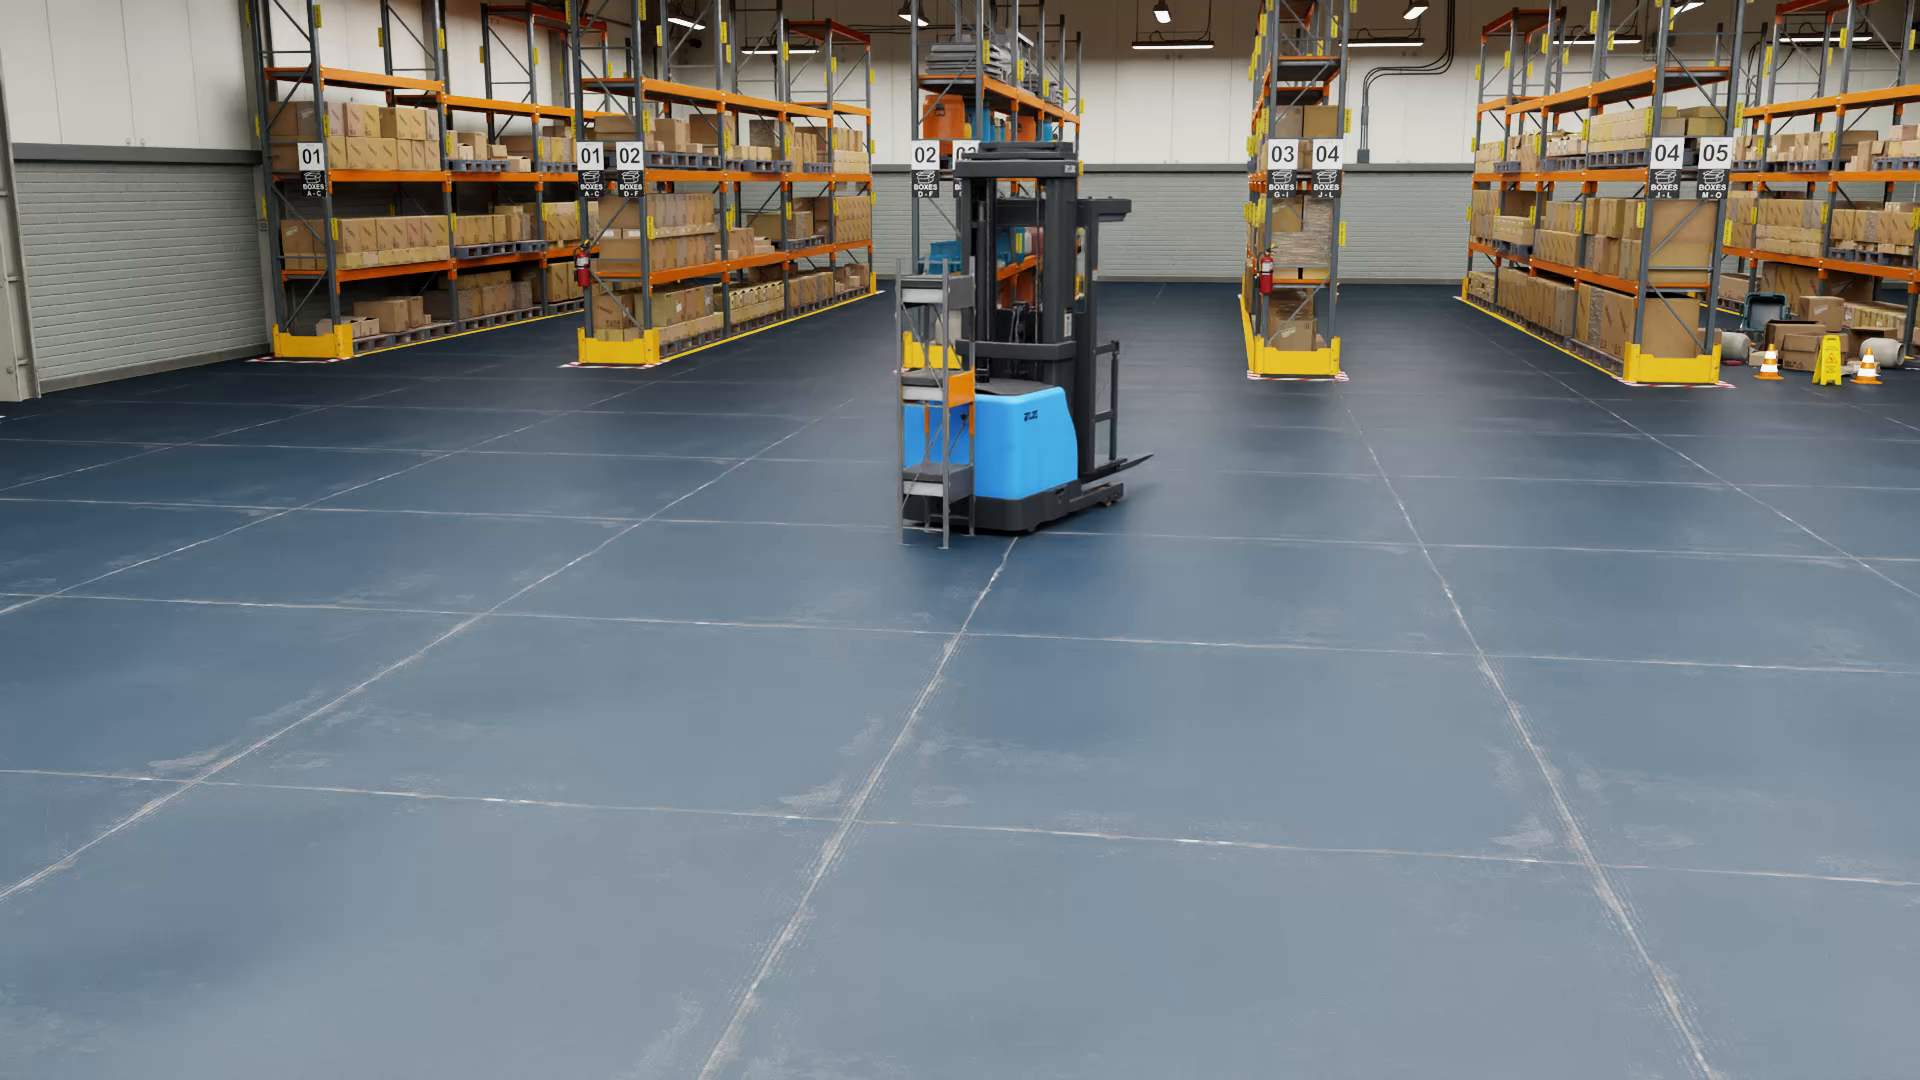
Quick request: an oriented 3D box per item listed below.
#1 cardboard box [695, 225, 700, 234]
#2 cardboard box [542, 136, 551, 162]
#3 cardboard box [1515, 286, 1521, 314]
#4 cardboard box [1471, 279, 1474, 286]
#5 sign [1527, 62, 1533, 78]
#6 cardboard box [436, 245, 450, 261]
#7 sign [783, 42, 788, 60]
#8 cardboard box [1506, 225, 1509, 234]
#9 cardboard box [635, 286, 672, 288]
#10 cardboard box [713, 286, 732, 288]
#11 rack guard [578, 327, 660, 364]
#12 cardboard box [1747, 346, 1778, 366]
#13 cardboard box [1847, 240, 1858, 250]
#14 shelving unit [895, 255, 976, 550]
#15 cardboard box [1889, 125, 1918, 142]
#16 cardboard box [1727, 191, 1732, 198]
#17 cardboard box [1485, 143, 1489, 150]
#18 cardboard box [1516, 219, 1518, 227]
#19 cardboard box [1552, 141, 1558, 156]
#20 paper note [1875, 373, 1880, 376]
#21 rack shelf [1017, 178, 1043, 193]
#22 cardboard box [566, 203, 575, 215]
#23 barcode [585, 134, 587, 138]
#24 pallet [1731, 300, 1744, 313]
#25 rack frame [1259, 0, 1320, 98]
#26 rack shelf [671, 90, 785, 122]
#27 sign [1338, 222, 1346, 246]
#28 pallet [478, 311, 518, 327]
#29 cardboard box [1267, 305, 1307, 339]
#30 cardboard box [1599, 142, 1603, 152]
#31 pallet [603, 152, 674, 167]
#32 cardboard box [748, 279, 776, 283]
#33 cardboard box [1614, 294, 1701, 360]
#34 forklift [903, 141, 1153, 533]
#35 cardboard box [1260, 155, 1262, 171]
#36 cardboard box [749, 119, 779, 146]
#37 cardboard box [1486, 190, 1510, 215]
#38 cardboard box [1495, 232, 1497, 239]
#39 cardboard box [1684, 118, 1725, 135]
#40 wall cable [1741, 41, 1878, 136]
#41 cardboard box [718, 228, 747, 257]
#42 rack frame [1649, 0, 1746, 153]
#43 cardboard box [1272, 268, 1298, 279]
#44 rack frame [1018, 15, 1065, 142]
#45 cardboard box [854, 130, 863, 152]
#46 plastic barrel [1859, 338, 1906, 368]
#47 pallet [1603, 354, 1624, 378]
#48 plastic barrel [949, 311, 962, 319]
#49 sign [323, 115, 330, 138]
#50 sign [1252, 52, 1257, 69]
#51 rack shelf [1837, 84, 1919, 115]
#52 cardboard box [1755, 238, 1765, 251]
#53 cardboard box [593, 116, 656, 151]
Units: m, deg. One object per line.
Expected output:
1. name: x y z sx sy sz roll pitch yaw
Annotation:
1. cardboard box: -4.450 -5.048 27.020 0.380 0.149 0.250 2 12 8
2. cardboard box: -8.694 -7.895 33.605 0.700 0.500 0.500 1 12 6
3. cardboard box: 10.754 -4.523 31.298 0.500 0.500 0.500 2 12 11
4. cardboard box: 11.626 -5.753 37.132 0.380 0.149 0.250 2 12 8
5. sign: 12.603 -10.396 36.780 0.100 0.325 0.005 2 12 9
6. cardboard box: -9.130 -4.945 28.628 0.500 0.250 0.500 2 12 9
7. sign: -3.297 -9.239 31.413 0.100 0.325 0.005 2 12 9
8. cardboard box: 10.689 -5.954 31.895 0.380 0.149 0.250 2 12 8
9. cardboard box: -4.995 -3.890 27.175 0.500 0.500 0.500 2 12 9
10. cardboard box: -4.448 -4.503 30.467 0.500 0.311 0.500 2 12 8
11. rack guard: -5.080 -2.898 24.752 1.175 0.500 0.348 2 12 9
12. cardboard box: 11.768 -2.700 24.390 0.396 0.266 0.258 4 13 18
13. cardboard box: 15.273 -4.998 28.165 0.380 0.149 0.250 2 12 9
14. shelving unit: -0.175 -1.017 12.229 0.431 2.100 0.503 5 13 23
15. cardboard box: 15.217 -6.495 26.564 0.500 0.250 0.500 2 12 10
16. cardboard box: 16.356 -7.281 35.007 0.380 0.149 0.250 2 12 7
17. cardboard box: 11.504 -8.458 35.723 0.380 0.149 0.250 2 12 10
18. cardboard box: 10.531 -5.883 30.860 0.380 0.149 0.250 2 12 10
19. cardboard box: 10.422 -6.686 28.398 0.500 0.250 0.500 2 12 10
20. paper note: 12.682 -2.292 23.054 0.148 0.019 0.142 -2 12 -11
21. rack shelf: 0.740 -6.327 29.319 1.077 0.370 4.000 2 12 9
22. cardboard box: -8.262 -6.823 34.260 0.500 0.250 0.500 2 12 9
23. barcode: -5.506 -5.953 24.499 0.001 0.075 0.075 2 12 9
24. pallet: 16.544 -4.772 34.137 1.003 0.211 1.213 2 12 9
25. rack frame: 5.942 -8.401 30.115 1.000 3.000 0.127 2 12 9
26. rack shelf: -4.154 -7.759 29.794 1.077 0.370 4.000 2 12 9
27. sign: 5.248 -4.208 22.847 0.100 0.325 0.005 2 12 9
28. pallet: -9.053 -4.171 31.345 1.003 0.211 1.213 2 12 9
29. cardboard box: 5.145 -3.417 26.167 0.500 0.500 0.500 6 14 27
30. cardboard box: 9.704 -5.829 24.662 0.380 0.149 0.250 2 12 8
31. pallet: -4.942 -5.694 24.885 1.003 0.211 1.213 2 12 9
32. cardboard box: -3.934 -4.985 33.395 0.500 0.500 0.500 2 12 11
33. cardboard box: 9.636 -2.931 23.020 0.875 0.875 0.875 2 12 9
34. forklift: 0.718 -1.753 13.672 1.130 2.935 3.031 7 14 29
35. cardboard box: 5.005 -5.943 26.187 0.500 0.250 0.500 1 12 6
36. cardboard box: -3.773 -7.885 32.228 0.500 0.500 0.500 2 12 9
37. cardboard box: 11.415 -7.123 35.107 0.500 0.500 0.500 2 12 10
38. cardboard box: 10.891 -6.077 33.169 0.380 0.149 0.250 2 12 10
39. cardboard box: 9.925 -5.506 22.217 0.500 0.250 0.500 2 12 9
40. wall cable: 21.050 -10.834 41.314 2.988 3.039 0.133 2 12 9
41. cardboard box: -4.169 -5.379 30.097 0.500 0.500 0.500 2 12 9
42. rack frame: 9.597 -6.554 21.544 1.000 3.000 0.127 2 12 9
43. cardboard box: 4.551 -3.746 23.352 0.380 0.149 0.250 2 12 9
44. rack frame: 1.663 -9.394 34.723 1.000 3.000 0.127 2 12 9
45. cardboard box: -2.678 -9.352 39.036 0.700 0.500 0.500 2 12 9
46. plastic barrel: 13.325 -2.701 24.023 0.421 0.421 0.512 -10 16 -40
47. pallet: 9.643 -2.427 23.254 1.003 0.211 1.213 2 12 9
48. plastic barrel: -0.080 -3.196 25.113 0.421 0.512 0.421 0 12 0
49. sign: -9.435 -6.160 24.764 0.100 0.325 0.005 2 12 9
50. sign: 6.013 -9.791 33.970 0.100 0.325 0.005 2 12 9
51. rack shelf: 15.426 -7.116 26.811 1.077 0.370 4.000 2 12 9
52. cardboard box: 16.021 -5.823 32.751 0.500 0.250 0.500 2 12 7
53. cardboard box: -4.984 -6.035 24.681 0.797 0.503 0.637 3 12 13
